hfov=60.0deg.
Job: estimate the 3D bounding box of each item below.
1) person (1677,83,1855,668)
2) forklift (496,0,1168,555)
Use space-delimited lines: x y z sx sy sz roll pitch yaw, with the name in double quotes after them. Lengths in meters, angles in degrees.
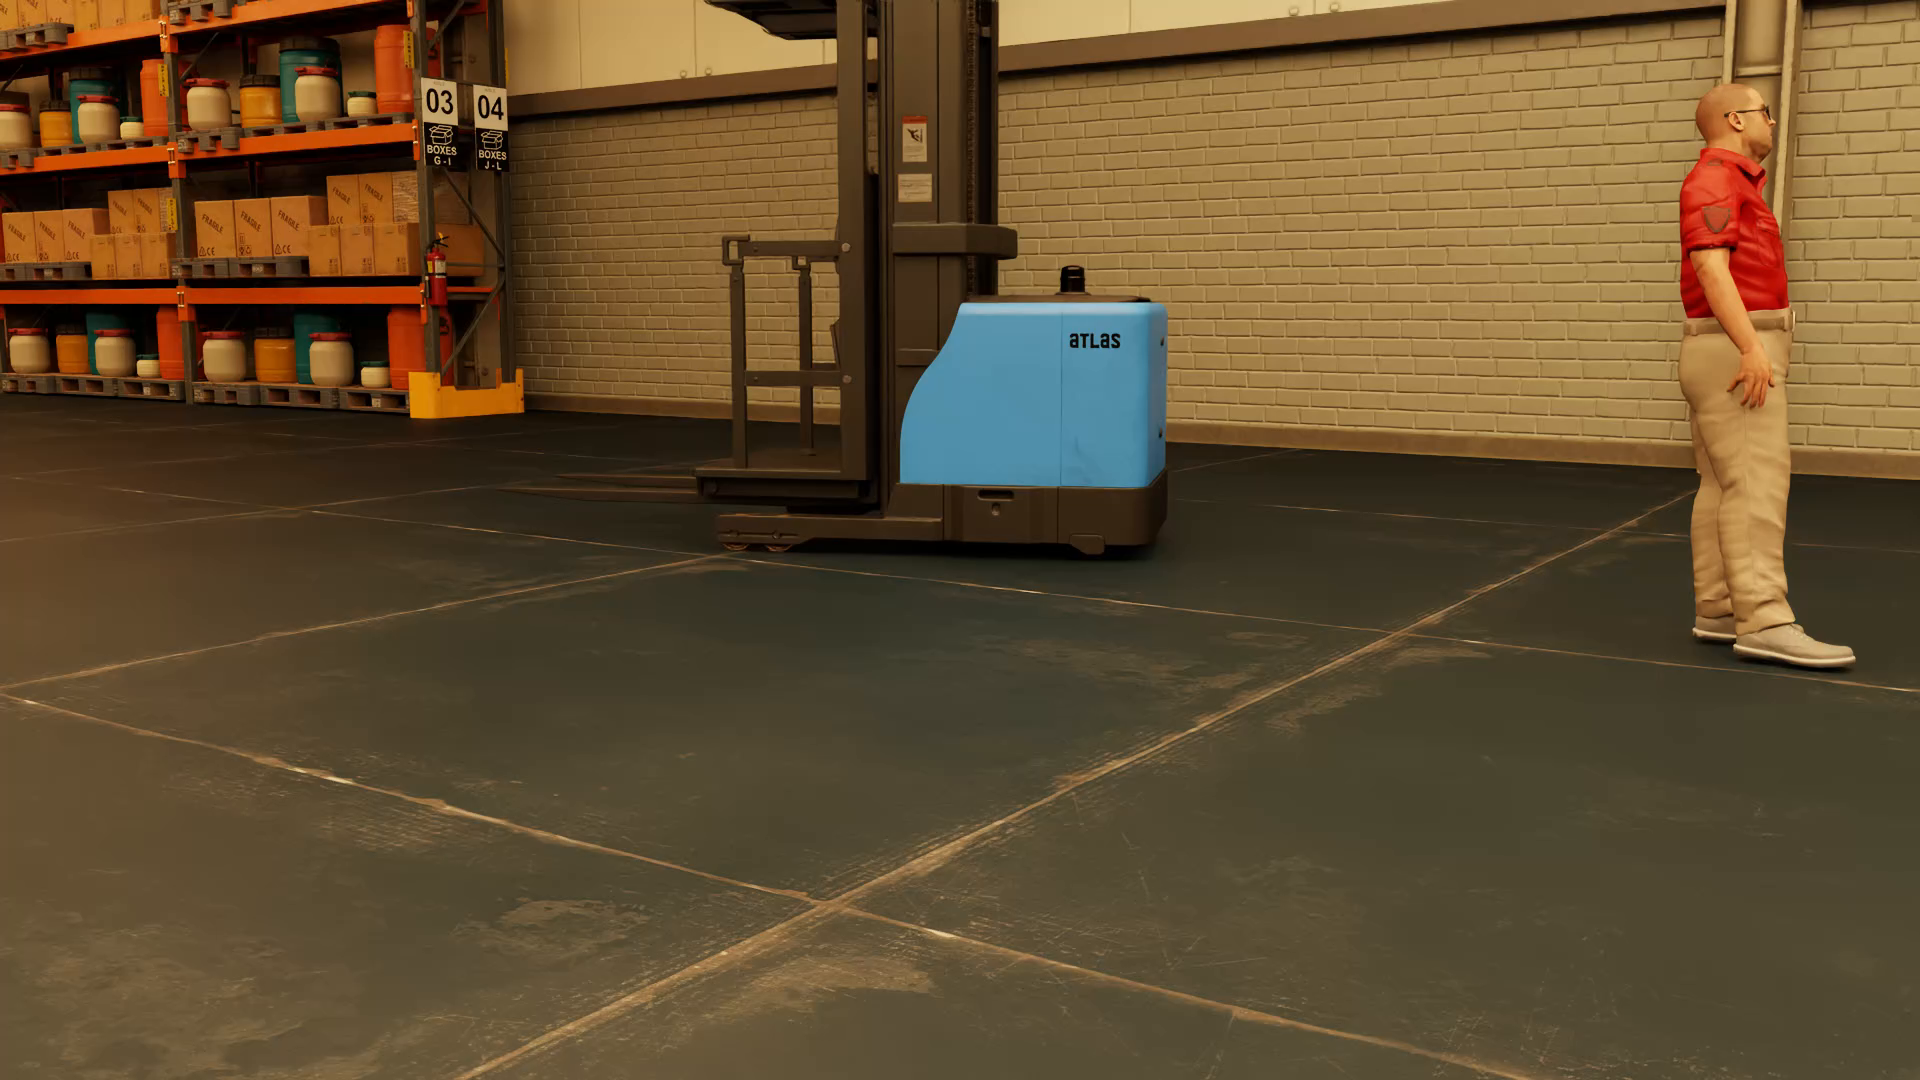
2.479 -0.526 5.111 0.550 1.728 0.642 3 9 23 "person"
-0.596 -1.469 7.520 3.031 2.935 1.130 2 8 12 "forklift"
